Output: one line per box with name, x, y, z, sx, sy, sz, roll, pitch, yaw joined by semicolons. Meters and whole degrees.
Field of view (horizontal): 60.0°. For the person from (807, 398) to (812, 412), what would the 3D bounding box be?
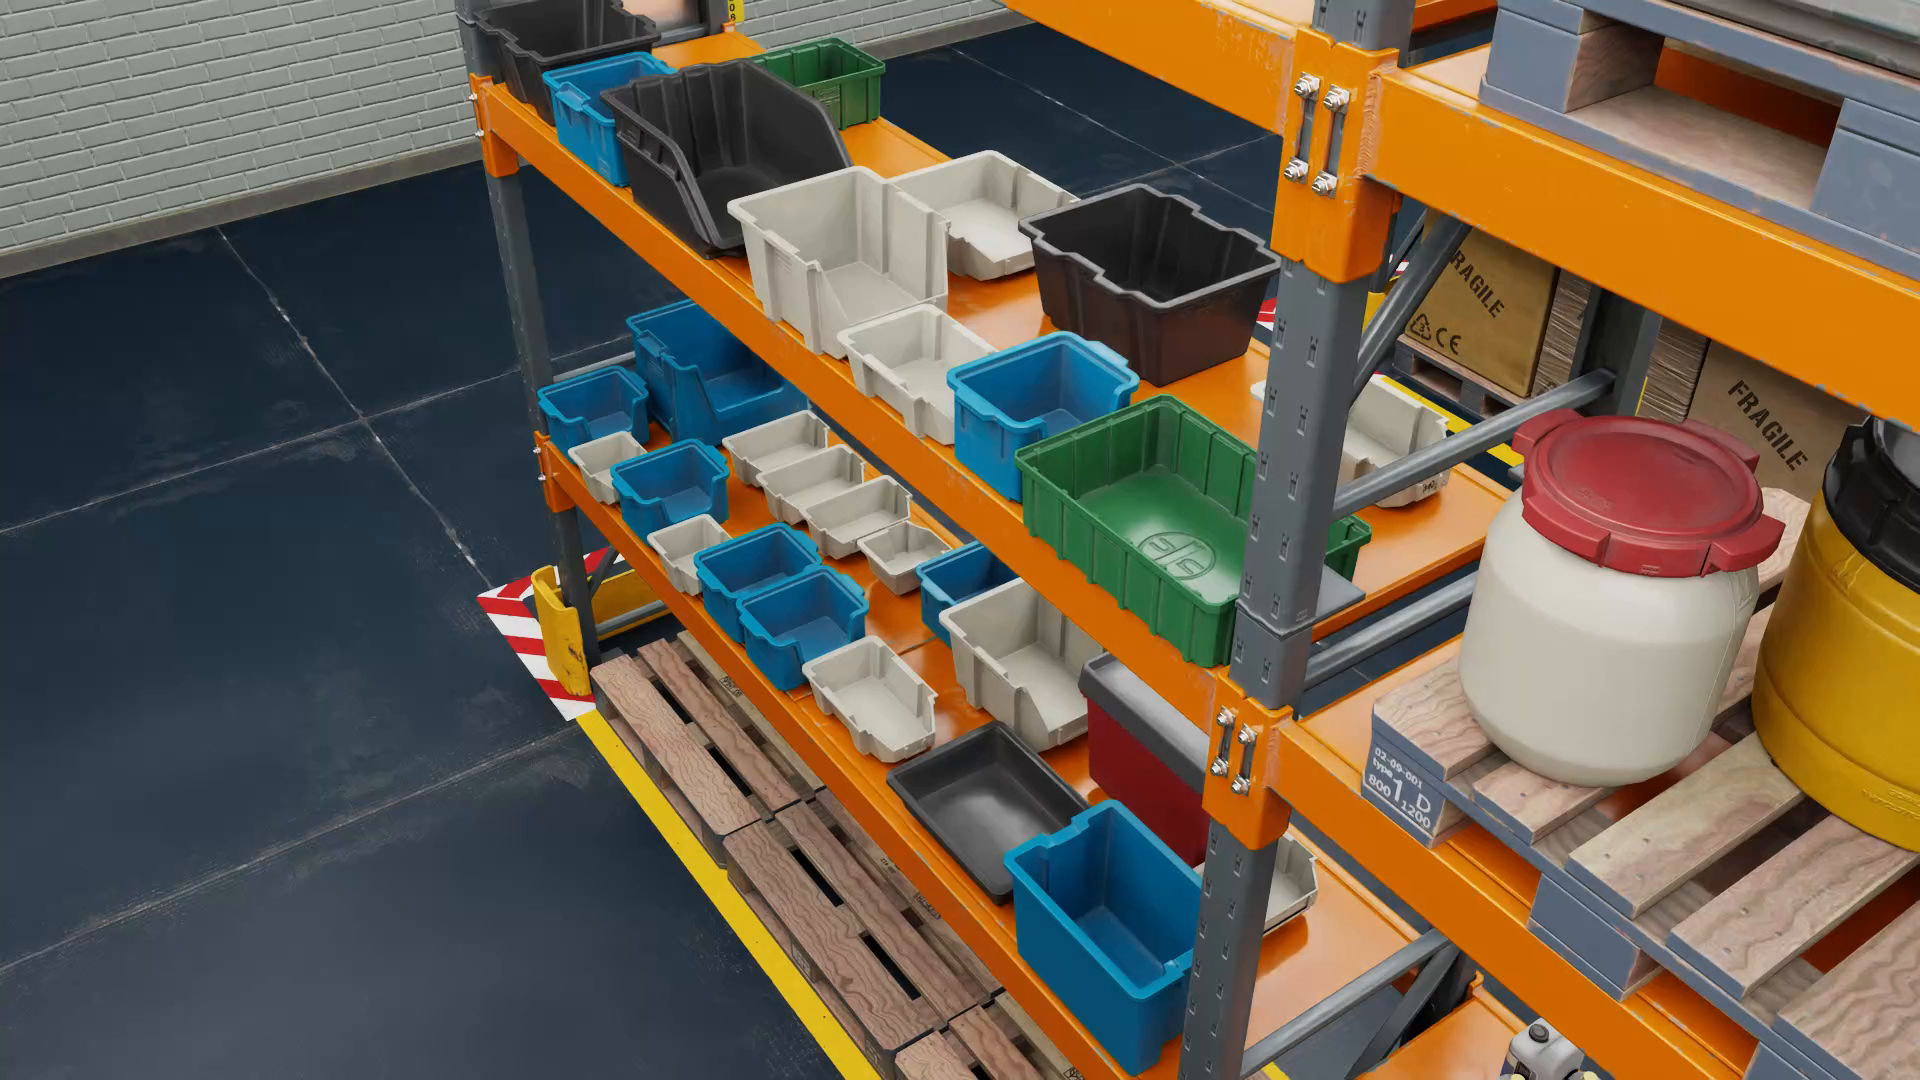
person;-0.895;-0.995;8.373;0.331;1.725;0.498;-3;37;-4
